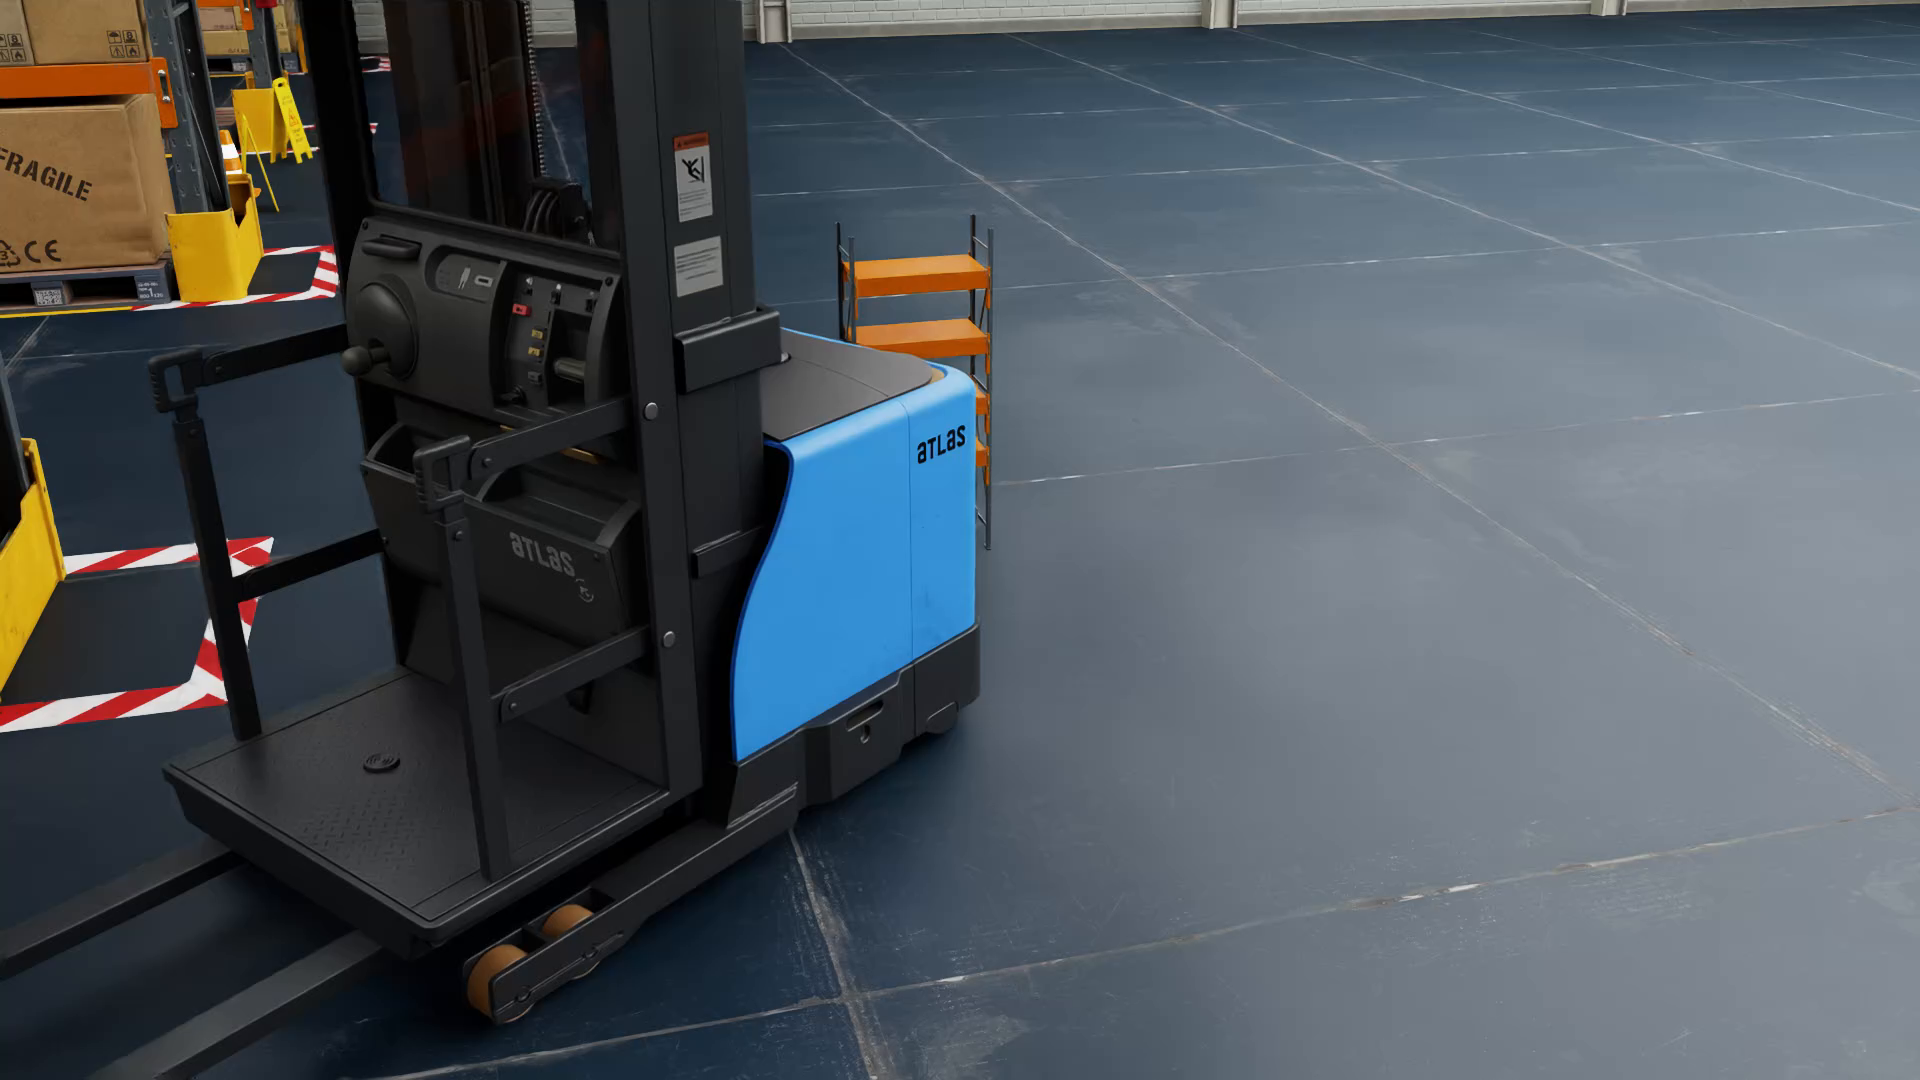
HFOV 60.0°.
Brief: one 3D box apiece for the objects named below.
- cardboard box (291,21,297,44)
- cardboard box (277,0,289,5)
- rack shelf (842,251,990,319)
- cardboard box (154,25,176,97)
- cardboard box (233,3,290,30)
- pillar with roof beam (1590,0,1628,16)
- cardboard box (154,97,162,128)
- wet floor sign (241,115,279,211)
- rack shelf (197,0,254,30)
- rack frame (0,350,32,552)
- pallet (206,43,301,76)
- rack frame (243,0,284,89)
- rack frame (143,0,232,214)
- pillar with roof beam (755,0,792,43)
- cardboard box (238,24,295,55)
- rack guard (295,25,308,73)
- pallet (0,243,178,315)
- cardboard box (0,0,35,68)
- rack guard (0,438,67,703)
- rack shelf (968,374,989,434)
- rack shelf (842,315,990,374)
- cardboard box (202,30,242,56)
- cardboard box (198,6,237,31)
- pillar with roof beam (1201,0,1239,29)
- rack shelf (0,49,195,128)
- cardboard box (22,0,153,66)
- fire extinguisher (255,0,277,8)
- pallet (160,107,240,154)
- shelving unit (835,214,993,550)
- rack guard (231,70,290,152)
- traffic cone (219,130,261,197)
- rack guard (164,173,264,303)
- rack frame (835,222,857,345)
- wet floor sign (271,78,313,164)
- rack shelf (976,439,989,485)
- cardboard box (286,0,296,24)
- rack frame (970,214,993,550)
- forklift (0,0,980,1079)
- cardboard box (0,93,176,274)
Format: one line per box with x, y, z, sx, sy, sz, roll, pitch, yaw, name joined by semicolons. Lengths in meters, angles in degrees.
-7.706;-5.647;18.561;0.500;0.250;0.500;-6;24;-14;cardboard box
-7.539;-5.917;17.922;0.500;0.250;0.500;-5;24;-13;cardboard box
-0.159;-0.895;5.817;0.480;0.148;0.258;-6;24;-14;rack shelf
-6.537;-3.901;13.541;0.500;0.500;0.500;-6;24;-14;cardboard box
-7.564;-5.684;18.014;0.500;0.250;0.500;-7;24;-15;cardboard box
10.400;-10.003;18.151;0.400;9.000;9.100;-6;24;-14;pillar with roof beam
-6.564;-3.550;13.674;0.500;0.250;0.500;-6;24;-15;cardboard box
-4.908;-2.616;11.528;0.232;0.644;0.267;-11;25;-23;wet floor sign
-7.761;-4.268;13.305;4.000;0.370;1.077;-6;24;-14;rack shelf
-3.159;-1.049;4.891;0.127;3.000;1.000;-6;24;-14;rack frame
-7.905;-5.317;18.373;1.213;0.211;1.003;-6;24;-14;pallet
-5.836;-4.811;13.659;0.127;3.000;1.000;-6;24;-14;rack frame
-4.401;-2.943;9.304;0.127;3.000;1.000;-6;24;-14;rack frame
-1.154;-8.725;15.172;0.400;9.000;9.100;-6;24;-14;pillar with roof beam
-7.547;-5.455;18.113;0.500;0.250;0.500;-6;24;-14;cardboard box
-7.157;-5.549;18.549;0.348;0.500;1.175;-6;24;-14;rack guard
-5.150;-1.546;9.587;1.213;0.211;1.003;-6;24;-14;pallet
-5.270;-2.888;8.987;0.550;0.550;0.875;-6;24;-14;cardboard box
-3.232;0.108;5.365;0.348;0.500;1.175;-6;24;-14;rack guard
-0.159;-0.472;5.999;0.480;0.148;0.258;-6;24;-14;rack shelf
-0.159;-0.677;5.911;0.480;0.148;0.258;-6;24;-14;rack shelf
-8.028;-5.406;17.998;0.500;0.250;0.500;-6;24;-14;cardboard box
-8.050;-5.635;17.899;0.500;0.250;0.500;-7;24;-15;cardboard box
4.623;-9.364;16.662;0.400;9.000;9.100;-6;24;-14;pillar with roof beam
-6.327;-2.399;8.950;4.000;0.370;1.077;-6;24;-14;rack shelf
-4.746;-2.955;9.143;0.550;0.550;0.875;-6;24;-14;cardboard box
-5.601;-4.613;13.295;0.183;0.674;0.296;-6;24;-14;fire extinguisher
-6.701;-3.449;14.020;1.213;0.211;1.003;-6;24;-14;pallet
-0.159;-0.534;5.972;0.503;1.200;0.258;-6;24;-14;shelving unit
-5.909;-3.655;14.133;0.348;0.500;1.175;-6;24;-14;rack guard
-5.274;-2.725;12.014;0.334;0.463;0.336;-6;24;-14;traffic cone
-4.378;-1.797;9.803;0.348;0.500;1.175;-6;24;-14;rack guard
-0.394;-0.508;5.912;0.015;1.200;0.240;-6;24;-14;rack frame
-5.364;-3.343;13.224;0.232;0.644;0.267;2;23;4;wet floor sign
-0.159;-0.289;6.077;0.480;0.148;0.258;-6;24;-14;rack shelf
-7.689;-5.883;18.478;0.500;0.250;0.500;-6;24;-13;cardboard box
0.076;-0.560;6.033;0.015;1.200;0.240;-6;24;-14;rack frame
-1.240;-0.486;3.667;1.130;2.935;3.031;17;28;34;forklift
-5.036;-2.062;9.414;0.875;0.875;0.875;-6;24;-14;cardboard box
